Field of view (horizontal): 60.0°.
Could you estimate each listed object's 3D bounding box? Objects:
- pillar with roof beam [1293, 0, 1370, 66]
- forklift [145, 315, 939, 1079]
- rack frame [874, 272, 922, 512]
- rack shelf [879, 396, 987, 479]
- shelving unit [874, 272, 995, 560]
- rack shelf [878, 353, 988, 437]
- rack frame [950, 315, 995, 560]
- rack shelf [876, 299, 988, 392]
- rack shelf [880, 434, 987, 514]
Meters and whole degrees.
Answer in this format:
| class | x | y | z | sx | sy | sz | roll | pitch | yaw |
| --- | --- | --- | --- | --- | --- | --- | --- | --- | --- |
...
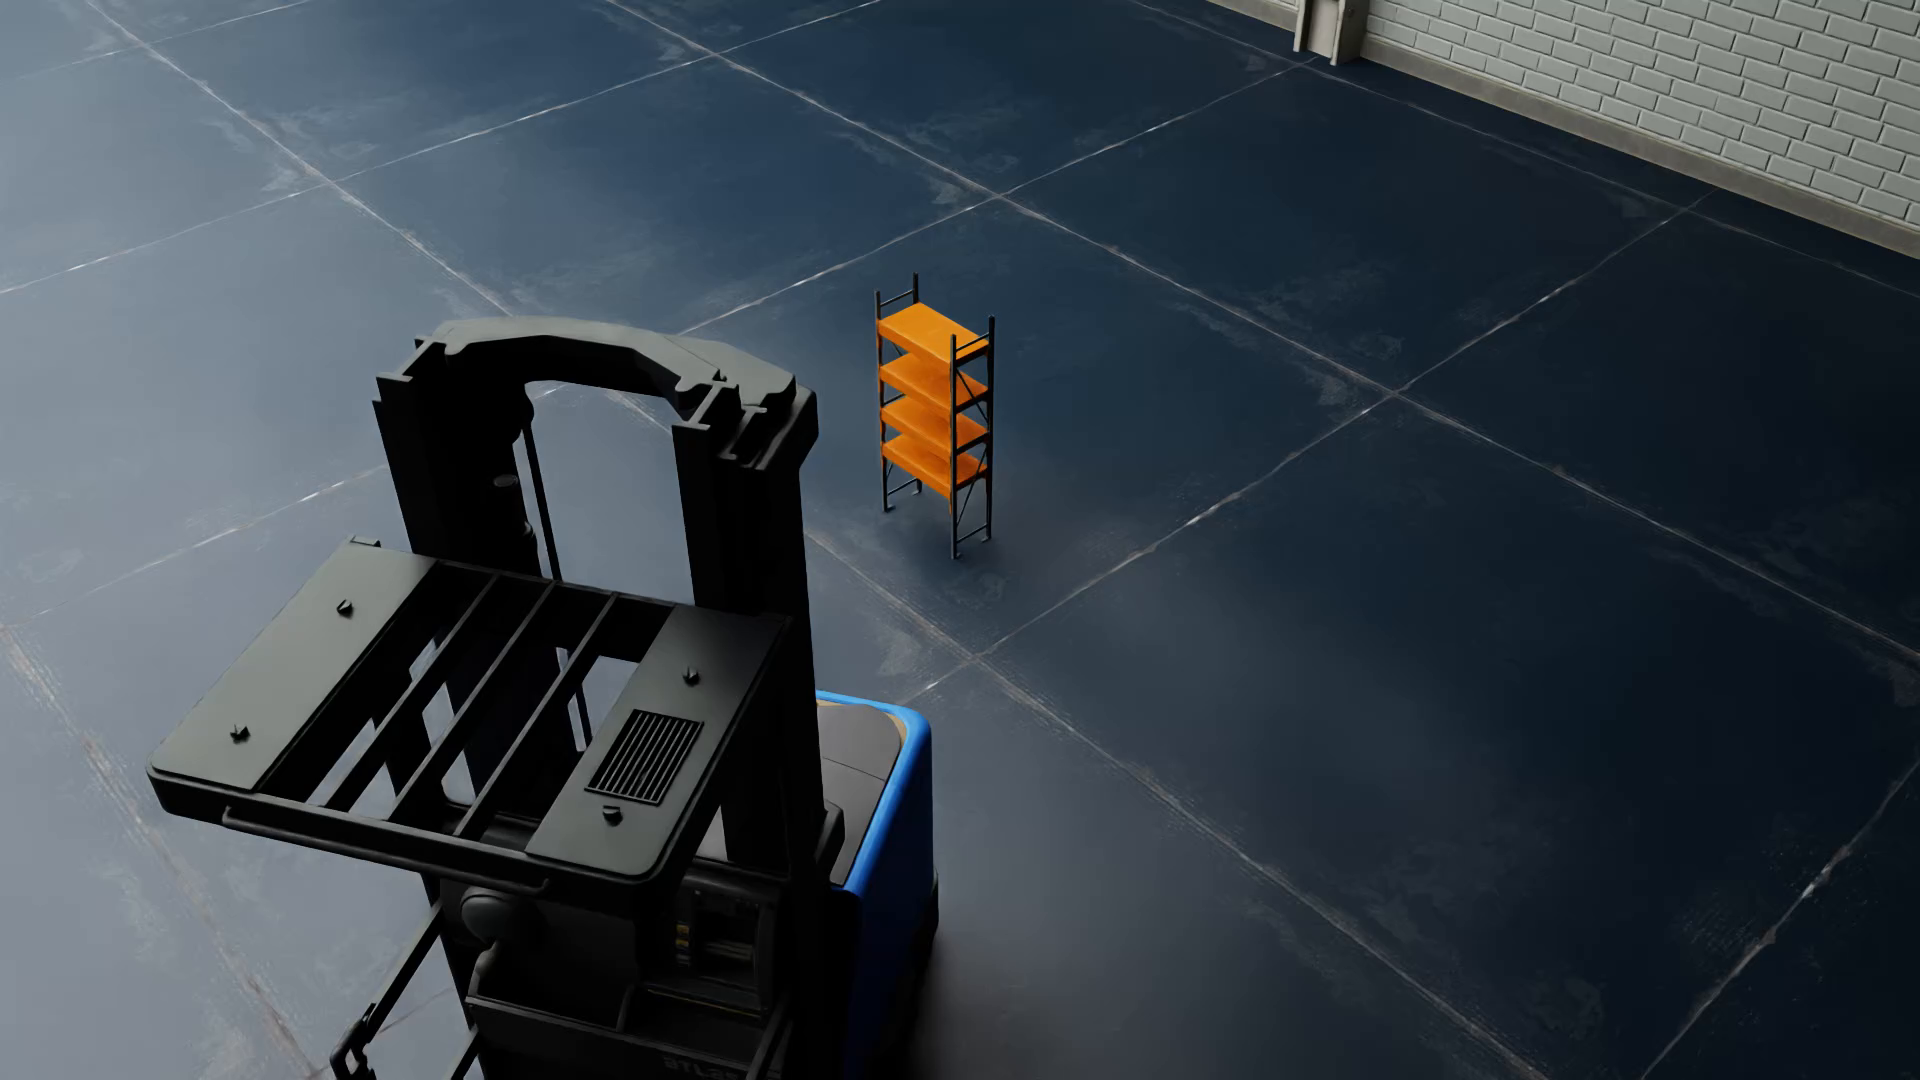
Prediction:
| class | x | y | z | sx | sy | sz | roll | pitch | yaw |
| --- | --- | --- | --- | --- | --- | --- | --- | --- | --- |
| pillar with roof beam | -0.484 | -5.238 | 7.074 | 9.100 | 9.000 | 0.400 | -30 | 48 | -32 |
| forklift | -0.959 | 1.060 | 4.105 | 1.130 | 2.935 | 3.031 | 10 | 40 | 12 |
| rack frame | -0.277 | -0.656 | 7.608 | 0.240 | 1.200 | 0.015 | -30 | 48 | -32 |
| rack shelf | -0.112 | -0.491 | 7.510 | 0.258 | 0.148 | 0.480 | -30 | 48 | -32 |
| shelving unit | -0.112 | -0.543 | 7.468 | 0.258 | 1.200 | 0.503 | -30 | 48 | -32 |
| rack shelf | -0.112 | -0.665 | 7.370 | 0.258 | 0.148 | 0.480 | -30 | 48 | -32 |
| rack frame | 0.053 | -0.430 | 7.328 | 0.240 | 1.200 | 0.015 | -30 | 48 | -32 |
| rack shelf | -0.112 | -0.849 | 7.221 | 0.258 | 0.148 | 0.480 | -30 | 48 | -32 |
| rack shelf | -0.112 | -0.337 | 7.635 | 0.258 | 0.148 | 0.480 | -30 | 48 | -32 |
